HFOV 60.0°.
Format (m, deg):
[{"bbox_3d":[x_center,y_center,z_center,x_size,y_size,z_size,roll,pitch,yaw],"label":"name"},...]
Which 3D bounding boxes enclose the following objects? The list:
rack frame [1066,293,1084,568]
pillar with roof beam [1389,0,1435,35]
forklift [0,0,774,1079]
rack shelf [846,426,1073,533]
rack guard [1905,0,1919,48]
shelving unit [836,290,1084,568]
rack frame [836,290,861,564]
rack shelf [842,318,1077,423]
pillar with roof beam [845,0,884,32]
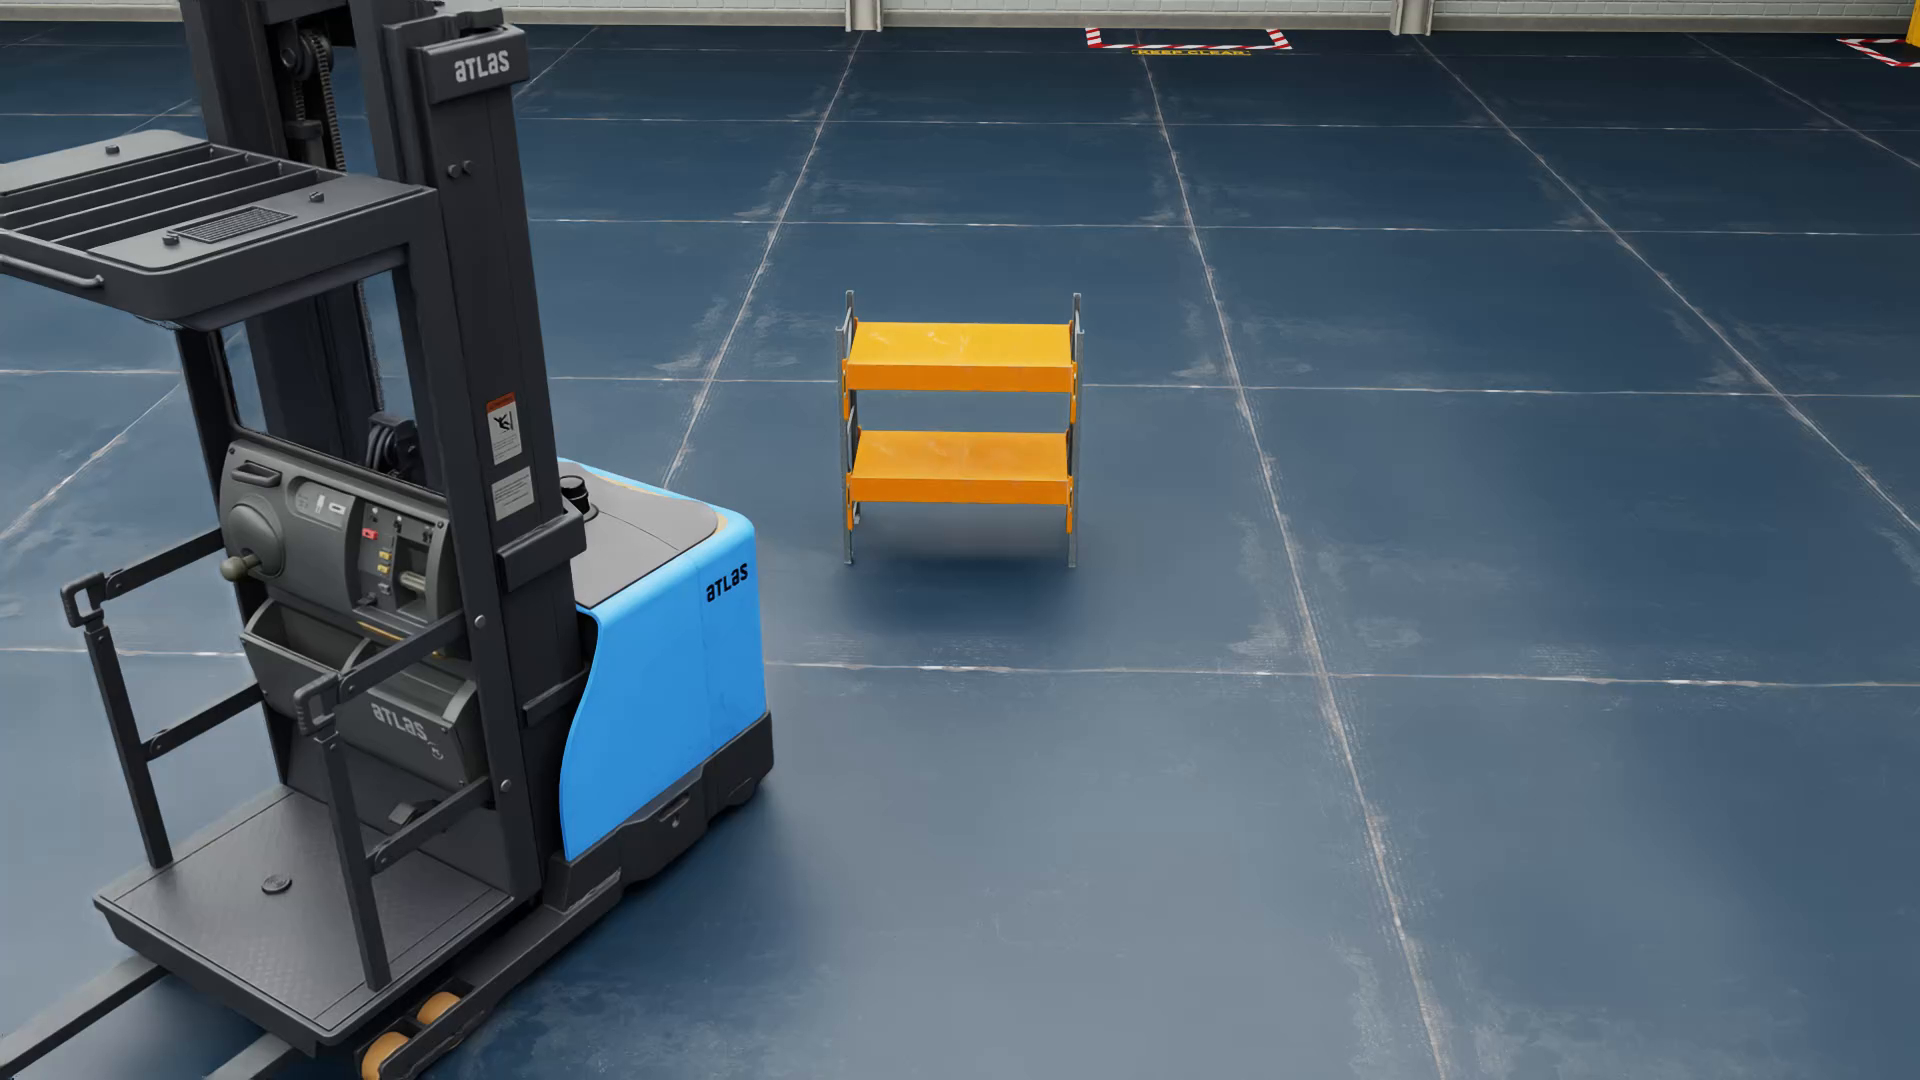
[{"bbox_3d":[0.515,-0.488,7.470,0.032,1.125,0.500,1,28,2],"label":"rack frame"},{"bbox_3d":[4.788,-7.539,12.363,0.400,9.000,9.100,1,28,2],"label":"pillar with roof beam"},{"bbox_3d":[-1.893,0.035,4.554,1.130,2.935,3.031,17,32,28],"label":"forklift"},{"bbox_3d":[0.007,-0.281,7.601,1.000,0.278,0.538,1,28,2],"label":"rack shelf"},{"bbox_3d":[10.282,-5.305,17.223,0.348,0.500,1.175,1,28,2],"label":"rack guard"},{"bbox_3d":[0.007,-0.497,7.486,1.048,1.125,0.538,1,28,2],"label":"shelving unit"},{"bbox_3d":[-0.501,-0.505,7.502,0.032,1.125,0.500,1,28,2],"label":"rack frame"},{"bbox_3d":[0.007,-0.755,7.349,1.000,0.278,0.538,1,28,2],"label":"rack shelf"},{"bbox_3d":[-1.209,-7.638,12.550,0.400,9.000,9.100,1,28,2],"label":"pillar with roof beam"}]
